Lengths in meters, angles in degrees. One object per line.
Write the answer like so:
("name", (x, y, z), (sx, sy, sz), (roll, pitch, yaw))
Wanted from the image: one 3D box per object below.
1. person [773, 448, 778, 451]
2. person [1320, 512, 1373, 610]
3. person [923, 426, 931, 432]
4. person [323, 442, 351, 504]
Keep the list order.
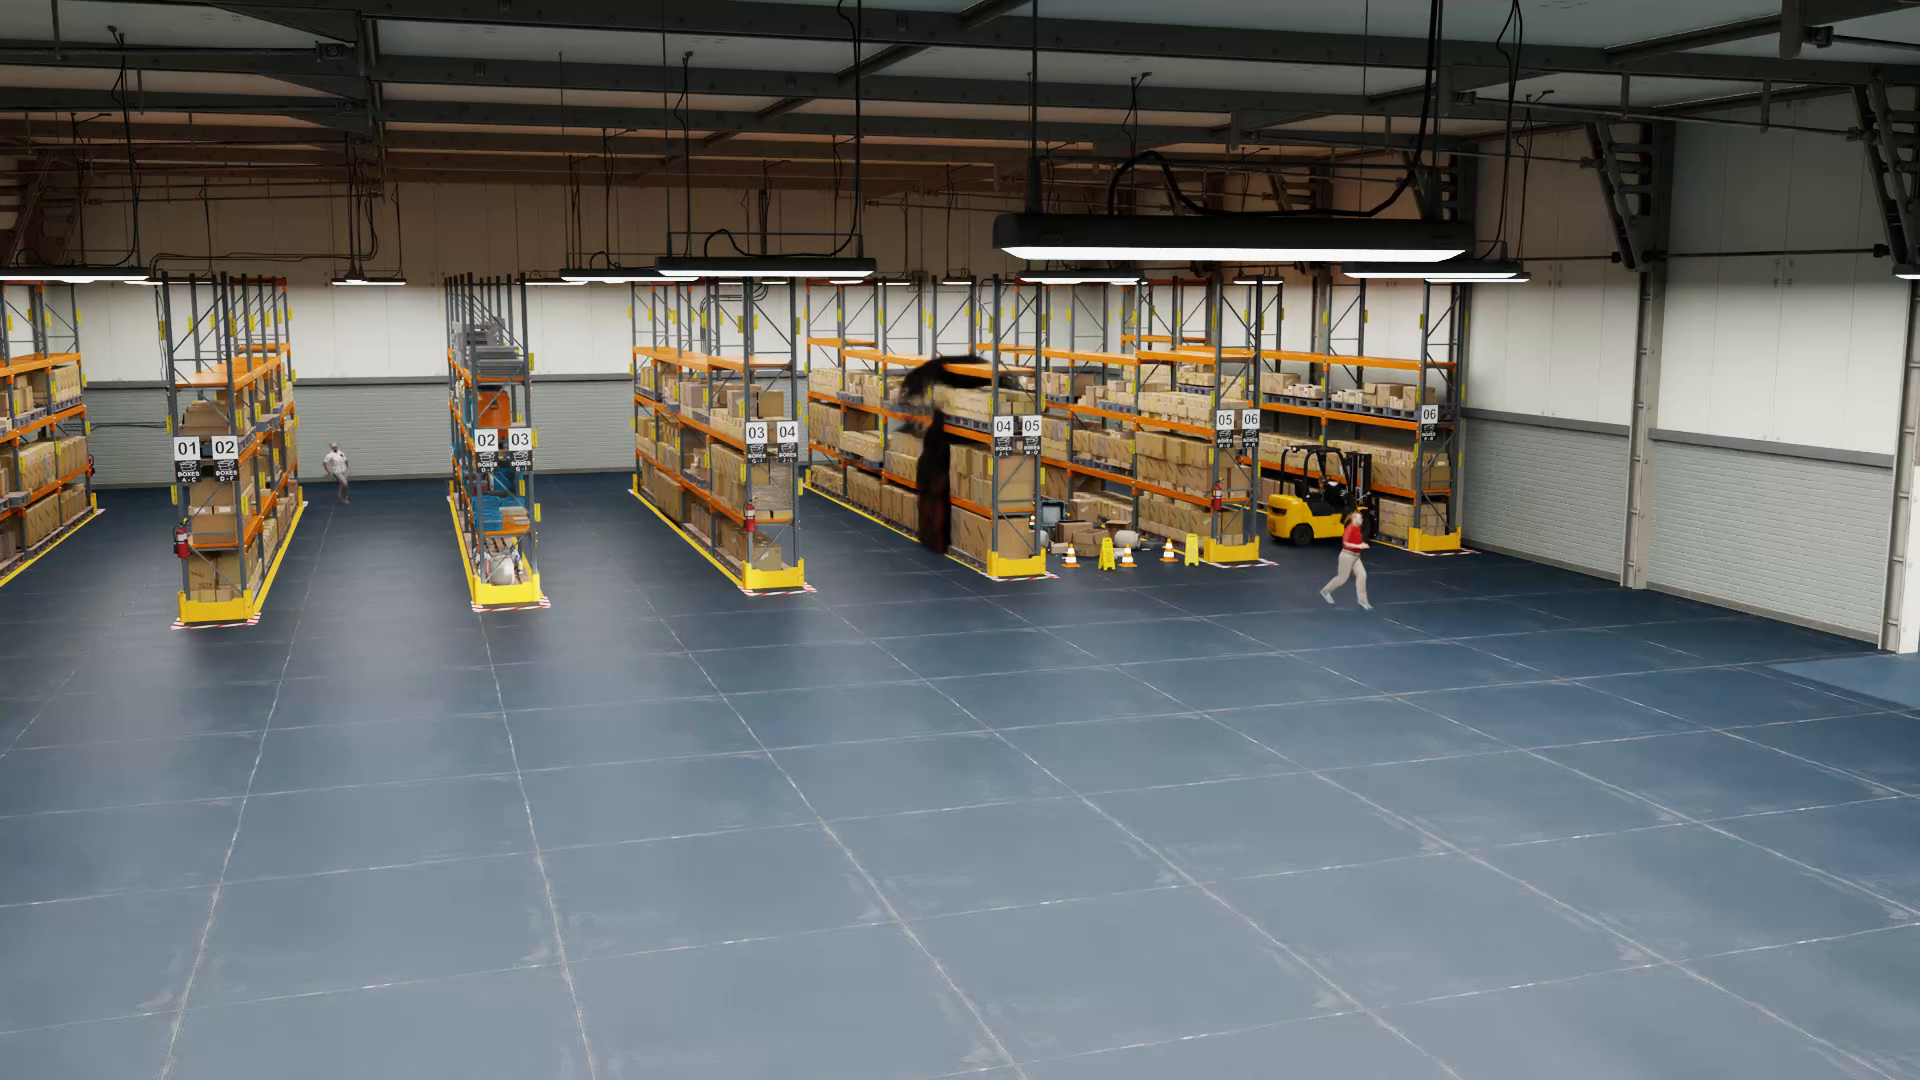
("person", (-5.282, -2.477, 48.543), (0.723, 1.793, 0.890), (3, 9, 19))
("person", (7.017, 0.372, 29.991), (0.957, 1.766, 0.687), (5, 10, 32))
("person", (-1.132, -2.919, 51.513), (0.776, 1.826, 0.685), (-6, 11, -36))
("person", (-16.590, -1.781, 44.467), (0.608, 1.698, 0.623), (5, 10, 30))
